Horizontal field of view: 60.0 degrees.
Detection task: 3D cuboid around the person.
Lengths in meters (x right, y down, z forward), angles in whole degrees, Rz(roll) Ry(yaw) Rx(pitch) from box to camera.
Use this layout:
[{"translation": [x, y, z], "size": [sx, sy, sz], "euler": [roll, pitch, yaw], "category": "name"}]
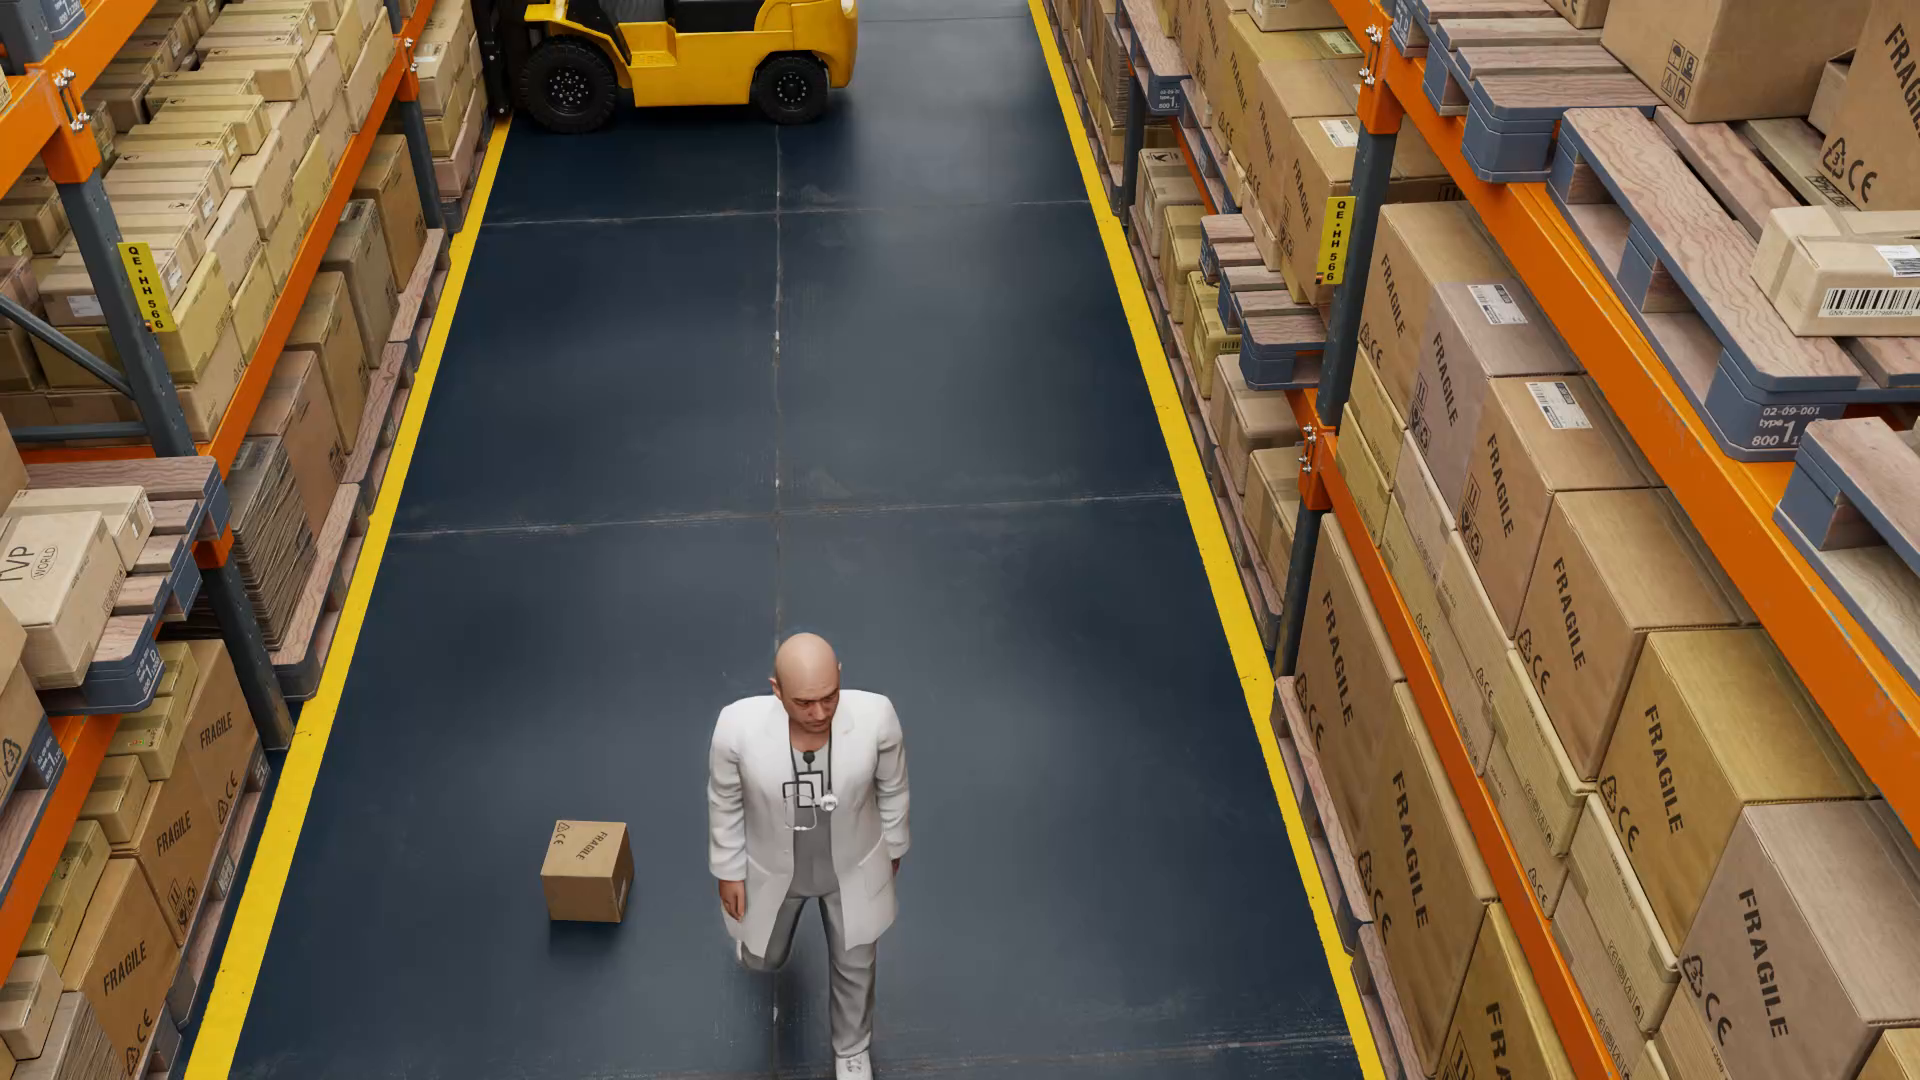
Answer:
[{"translation": [-0.450, 0.899, 4.998], "size": [0.602, 1.772, 0.774], "euler": [-4, 39, -5], "category": "person"}]
